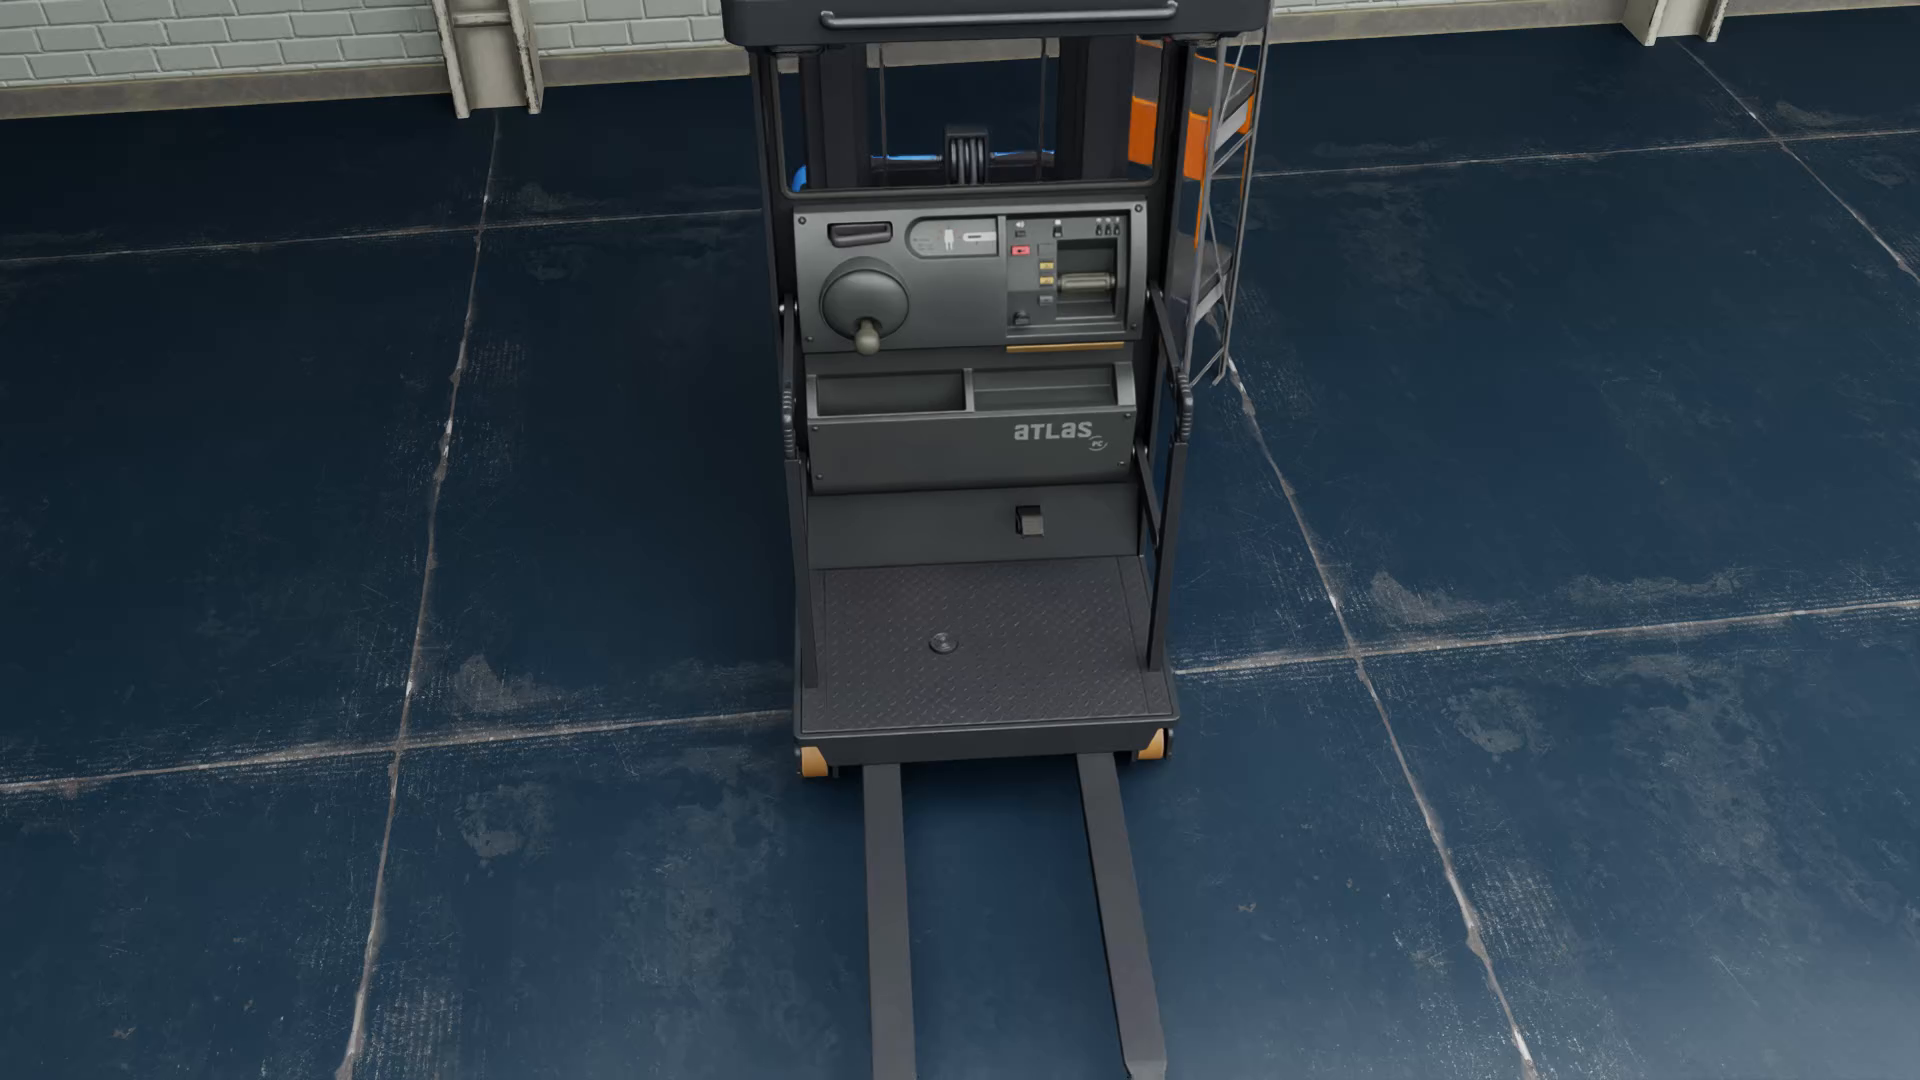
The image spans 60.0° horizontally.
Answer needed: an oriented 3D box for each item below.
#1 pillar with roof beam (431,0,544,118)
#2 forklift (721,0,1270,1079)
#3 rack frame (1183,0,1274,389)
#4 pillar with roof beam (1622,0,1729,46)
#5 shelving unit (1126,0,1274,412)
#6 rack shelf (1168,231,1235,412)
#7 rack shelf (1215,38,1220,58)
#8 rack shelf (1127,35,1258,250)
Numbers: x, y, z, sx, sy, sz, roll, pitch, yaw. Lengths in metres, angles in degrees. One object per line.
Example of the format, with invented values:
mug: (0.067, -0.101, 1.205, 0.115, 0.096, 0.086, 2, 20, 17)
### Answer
pillar with roof beam: (-1.686, -2.630, 1.947, 0.400, 9.000, 9.100, -5, 42, -6)
forklift: (0.048, -0.615, 4.243, 1.130, 2.935, 3.031, -3, 42, -3)
rack frame: (0.919, -1.310, 5.635, 0.015, 2.100, 0.400, 23, 47, 23)
pillar with roof beam: (4.263, -3.151, 2.525, 0.400, 9.000, 9.100, -5, 42, -6)
shelving unit: (0.712, -1.397, 5.731, 0.503, 2.100, 0.431, 23, 47, 23)
rack shelf: (0.712, -0.867, 6.209, 0.480, 0.518, 0.431, 23, 47, 23)
rack shelf: (0.712, -1.906, 5.271, 0.480, 0.518, 0.431, 23, 47, 23)
rack shelf: (0.712, -1.387, 5.740, 0.480, 0.518, 0.431, 23, 47, 23)
